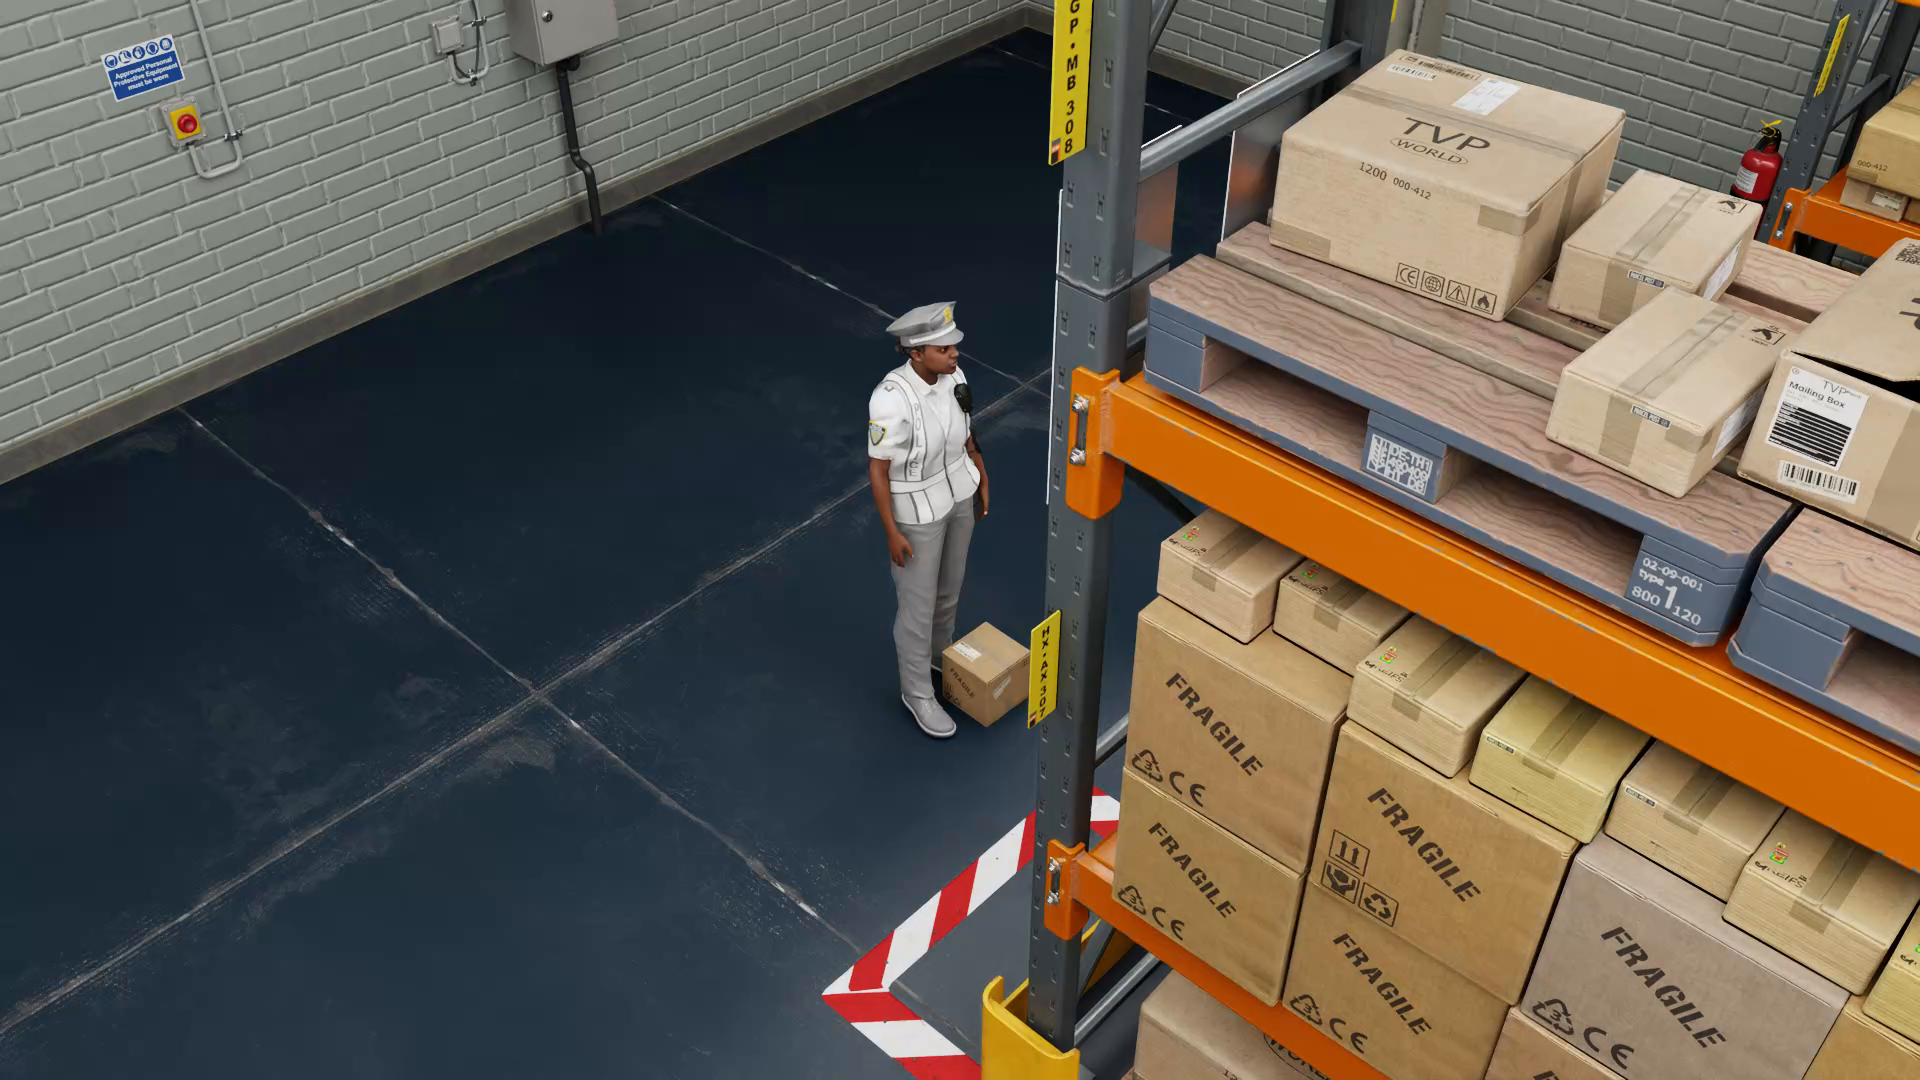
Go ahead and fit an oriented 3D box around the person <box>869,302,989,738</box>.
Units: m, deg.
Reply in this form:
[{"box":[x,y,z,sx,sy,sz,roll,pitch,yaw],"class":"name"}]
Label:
[{"box":[-0.070,-0.100,6.235,0.529,1.694,0.569,30,48,31],"class":"person"}]
